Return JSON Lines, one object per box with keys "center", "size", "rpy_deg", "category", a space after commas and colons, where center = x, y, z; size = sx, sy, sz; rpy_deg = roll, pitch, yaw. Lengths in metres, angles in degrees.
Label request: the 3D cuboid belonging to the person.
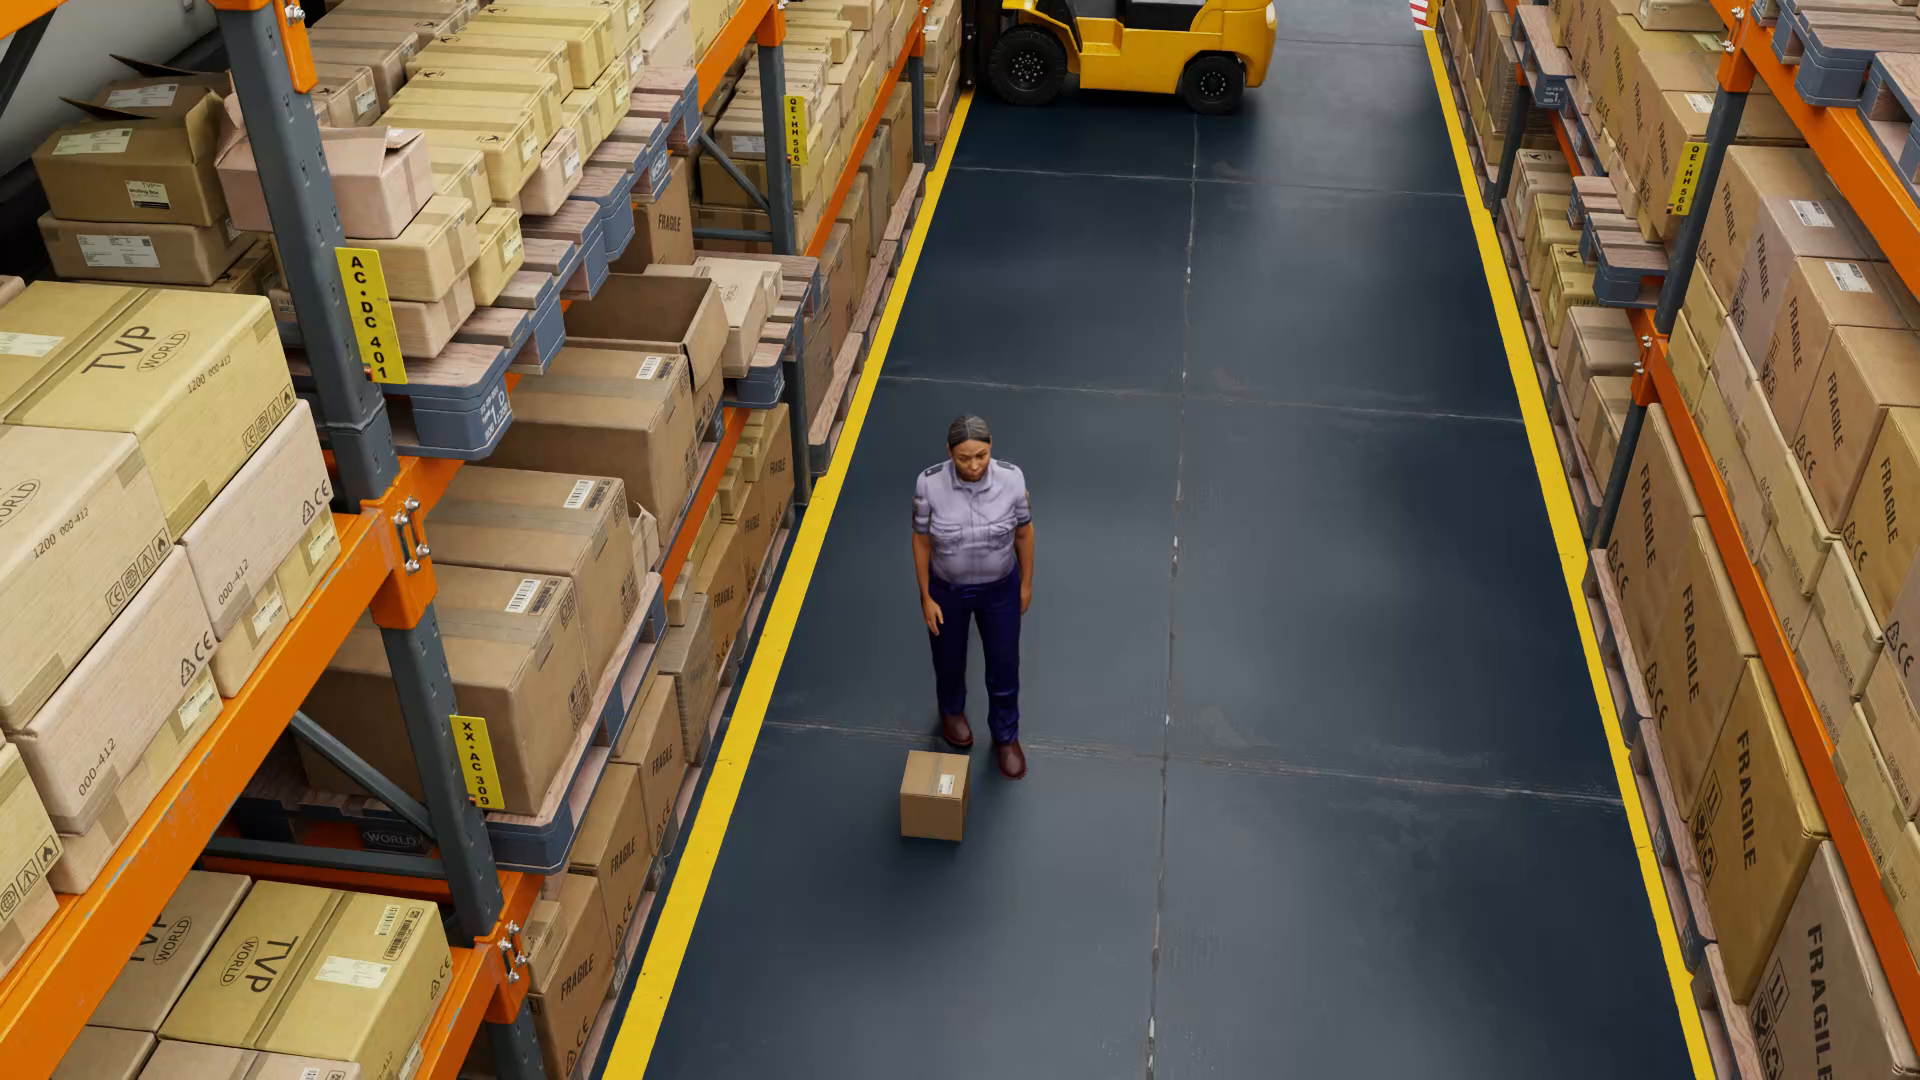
{"center": [-0.034, 0.226, 6.757], "size": [0.485, 1.690, 0.379], "rpy_deg": [4, 37, 5], "category": "person"}
